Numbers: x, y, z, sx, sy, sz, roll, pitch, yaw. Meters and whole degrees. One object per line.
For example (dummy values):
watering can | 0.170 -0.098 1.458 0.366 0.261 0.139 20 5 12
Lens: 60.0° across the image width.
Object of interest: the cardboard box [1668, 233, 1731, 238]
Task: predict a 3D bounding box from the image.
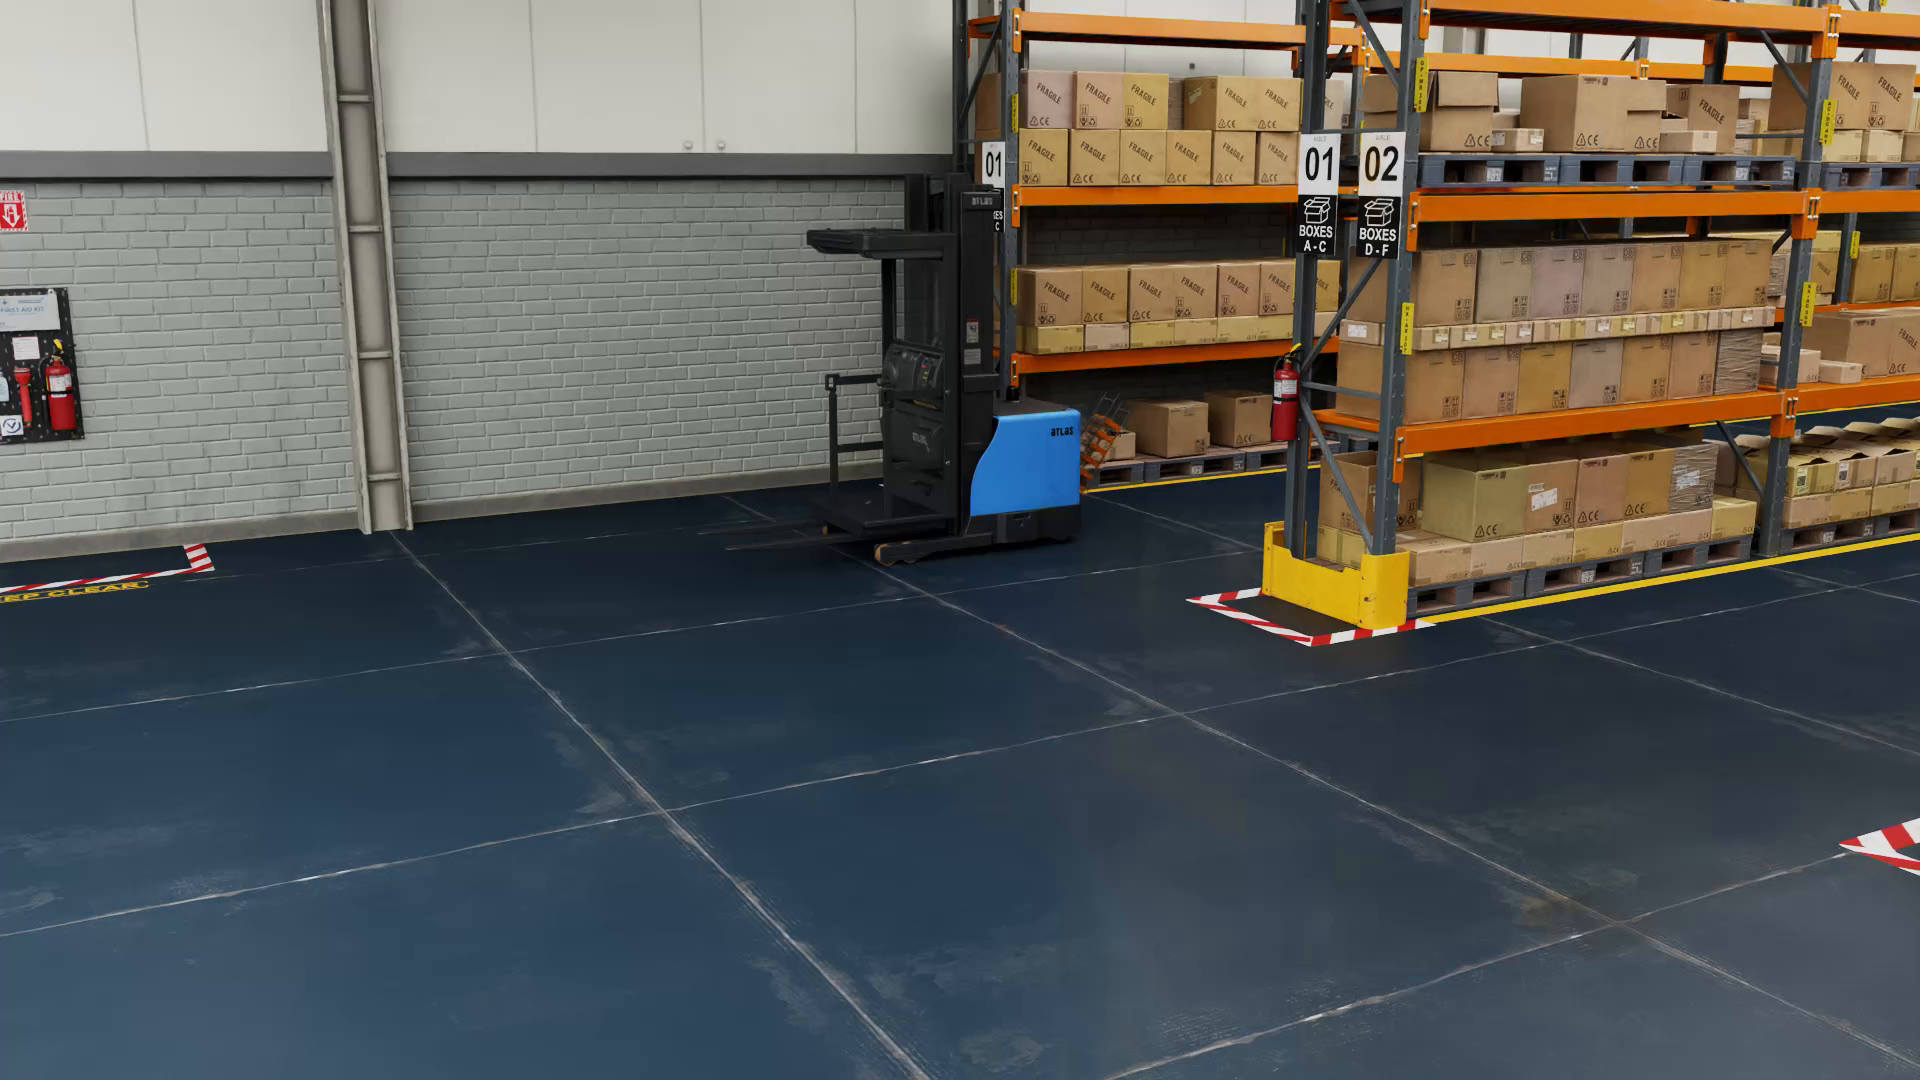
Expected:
cardboard box | 8.671 -3.471 19.543 0.500 0.250 0.500 -7 14 -27

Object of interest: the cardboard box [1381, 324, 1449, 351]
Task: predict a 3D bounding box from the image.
cardboard box | 3.043 -1.363 11.128 0.250 0.149 0.380 -7 14 -28

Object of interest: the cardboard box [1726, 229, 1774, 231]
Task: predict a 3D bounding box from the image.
cardboard box | 9.767 -3.730 20.691 0.500 0.250 0.500 -7 14 -27

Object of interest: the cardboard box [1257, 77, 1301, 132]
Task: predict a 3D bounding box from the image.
cardboard box | 2.942 -4.218 16.136 0.500 0.500 0.500 -6 14 -25

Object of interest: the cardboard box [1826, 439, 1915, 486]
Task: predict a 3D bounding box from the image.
cardboard box | 7.485 -0.658 13.728 0.500 0.311 0.500 -7 15 -30

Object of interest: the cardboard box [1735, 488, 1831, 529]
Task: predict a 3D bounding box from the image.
cardboard box | 6.580 -0.277 13.313 0.500 0.250 0.500 -7 15 -29

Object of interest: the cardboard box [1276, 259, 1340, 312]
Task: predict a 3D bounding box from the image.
cardboard box | 3.463 -2.566 16.767 0.500 0.500 0.500 -7 14 -28

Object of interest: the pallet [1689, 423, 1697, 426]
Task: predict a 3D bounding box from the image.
pallet | 7.969 -1.502 19.801 1.213 0.211 1.003 -7 14 -28

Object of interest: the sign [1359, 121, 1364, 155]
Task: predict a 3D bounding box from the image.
sign | 3.997 -3.985 16.474 0.005 0.325 0.100 -7 14 -28

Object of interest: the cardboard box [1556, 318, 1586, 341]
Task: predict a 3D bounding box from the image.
cardboard box | 4.173 -1.499 11.732 0.250 0.149 0.380 -7 14 -29

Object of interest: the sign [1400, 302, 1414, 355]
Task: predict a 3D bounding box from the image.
sign | 2.857 -1.351 10.630 0.005 0.325 0.100 -7 14 -28

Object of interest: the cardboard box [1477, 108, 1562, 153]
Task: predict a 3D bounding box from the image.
cardboard box | 3.968 -2.921 11.854 0.500 0.311 0.500 -5 14 -21

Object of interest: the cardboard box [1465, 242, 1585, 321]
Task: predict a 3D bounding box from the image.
cardboard box | 3.959 -1.841 11.777 0.500 0.500 0.700 -7 14 -28

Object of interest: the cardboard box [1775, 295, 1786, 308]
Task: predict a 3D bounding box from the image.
cardboard box | 9.928 -2.923 20.291 0.250 0.149 0.380 -7 14 -28

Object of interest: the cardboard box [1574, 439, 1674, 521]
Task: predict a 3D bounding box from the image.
cardboard box | 4.923 -0.453 12.390 0.500 0.500 0.500 -7 14 -28

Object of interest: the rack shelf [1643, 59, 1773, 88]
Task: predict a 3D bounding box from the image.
rack shelf | 8.996 -5.385 19.590 4.000 0.370 1.077 -7 14 -28

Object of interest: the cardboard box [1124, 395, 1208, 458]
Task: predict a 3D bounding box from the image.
cardboard box | 2.038 -1.130 16.491 0.500 0.500 0.700 -8 15 -31

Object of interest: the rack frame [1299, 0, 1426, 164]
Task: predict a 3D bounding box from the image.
rack frame | 2.596 -3.925 10.553 0.127 3.000 1.000 -7 14 -28

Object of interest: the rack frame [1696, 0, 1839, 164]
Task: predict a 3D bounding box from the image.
rack frame | 6.107 -4.345 12.422 0.127 3.000 1.000 -7 14 -28

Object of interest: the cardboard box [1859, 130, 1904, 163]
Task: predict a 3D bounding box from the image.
cardboard box | 7.133 -3.135 13.261 0.500 0.250 0.500 -8 15 -33

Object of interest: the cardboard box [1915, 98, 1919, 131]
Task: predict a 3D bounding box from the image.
cardboard box | 11.960 -5.300 20.947 0.500 0.500 0.500 -7 15 -29

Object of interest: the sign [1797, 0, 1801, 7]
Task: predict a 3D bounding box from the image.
sign | 10.508 -6.784 20.769 0.005 0.325 0.100 -7 14 -28

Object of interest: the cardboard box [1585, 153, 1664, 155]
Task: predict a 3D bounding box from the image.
cardboard box | 7.631 -4.582 19.074 0.500 0.500 0.700 -8 15 -32

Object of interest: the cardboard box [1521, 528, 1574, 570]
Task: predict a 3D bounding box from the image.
cardboard box | 4.049 0.019 11.998 0.500 0.250 0.500 -7 14 -28

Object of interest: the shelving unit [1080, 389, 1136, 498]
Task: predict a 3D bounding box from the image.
shelving unit | 1.083 -0.719 14.275 0.189 1.200 0.258 31 -2 -26

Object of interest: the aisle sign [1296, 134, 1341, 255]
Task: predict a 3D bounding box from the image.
aisle sign | 2.398 -2.316 11.147 0.004 0.787 0.394 -7 14 -28

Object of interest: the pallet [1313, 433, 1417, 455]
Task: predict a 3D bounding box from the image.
pallet | 4.413 -1.095 17.993 1.213 0.211 1.003 -7 14 -28

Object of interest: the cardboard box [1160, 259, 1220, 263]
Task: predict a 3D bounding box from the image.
cardboard box | 2.321 -2.561 16.746 0.500 0.500 0.500 -6 14 -26

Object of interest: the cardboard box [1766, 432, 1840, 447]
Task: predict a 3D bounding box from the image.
cardboard box | 7.218 -0.762 14.190 0.500 0.311 0.500 -7 14 -28

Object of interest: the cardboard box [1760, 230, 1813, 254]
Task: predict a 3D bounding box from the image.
cardboard box | 10.011 -3.634 20.265 0.500 0.250 0.500 -6 14 -27

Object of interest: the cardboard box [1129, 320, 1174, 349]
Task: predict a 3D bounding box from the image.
cardboard box | 1.698 -1.989 15.910 0.500 0.250 0.500 -7 15 -29

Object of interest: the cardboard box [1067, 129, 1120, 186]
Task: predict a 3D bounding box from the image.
cardboard box | 1.121 -3.511 15.272 0.500 0.500 0.500 -6 14 -24

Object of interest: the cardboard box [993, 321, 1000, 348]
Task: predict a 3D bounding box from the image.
cardboard box | 0.536 -1.975 15.850 0.500 0.250 0.500 -7 14 -27

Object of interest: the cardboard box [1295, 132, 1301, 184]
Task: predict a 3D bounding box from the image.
cardboard box | 3.403 -3.794 16.530 0.500 0.500 0.500 -6 14 -26

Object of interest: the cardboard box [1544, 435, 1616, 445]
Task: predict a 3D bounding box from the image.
cardboard box | 4.672 -0.554 12.838 0.500 0.500 0.500 -7 14 -28

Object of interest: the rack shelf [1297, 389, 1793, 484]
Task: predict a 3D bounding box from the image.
rack shelf | 4.351 -0.857 12.225 4.000 0.370 1.077 -7 14 -28

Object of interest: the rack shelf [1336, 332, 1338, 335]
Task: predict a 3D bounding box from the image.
rack shelf | 5.485 -2.232 18.335 4.000 0.370 1.077 -7 14 -28

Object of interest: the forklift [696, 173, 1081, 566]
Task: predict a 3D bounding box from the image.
forklift | -0.554 -1.364 12.994 3.031 2.935 1.130 -7 14 -28

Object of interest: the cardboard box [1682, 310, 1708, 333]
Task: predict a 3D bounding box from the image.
cardboard box | 5.294 -1.633 12.326 0.250 0.149 0.380 -7 14 -28

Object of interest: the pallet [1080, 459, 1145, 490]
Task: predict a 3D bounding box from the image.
pallet | 1.016 -0.678 16.143 1.213 0.211 1.003 -7 14 -28

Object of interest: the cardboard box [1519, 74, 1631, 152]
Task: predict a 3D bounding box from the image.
cardboard box | 4.185 -2.905 11.352 0.500 0.500 0.500 -7 14 -28

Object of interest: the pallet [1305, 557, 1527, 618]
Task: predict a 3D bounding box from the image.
pallet | 3.247 0.274 11.911 1.213 0.211 1.003 -7 14 -28

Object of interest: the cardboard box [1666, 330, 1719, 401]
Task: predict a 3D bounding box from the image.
cardboard box | 5.261 -1.363 12.605 0.500 0.500 0.700 -7 14 -28

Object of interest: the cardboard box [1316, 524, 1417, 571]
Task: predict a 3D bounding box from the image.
cardboard box | 2.925 0.025 11.971 0.500 0.250 0.500 -7 14 -28

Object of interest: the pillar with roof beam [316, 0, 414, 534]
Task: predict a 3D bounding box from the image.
pillar with roof beam | -2.785 -3.658 9.370 0.400 9.000 9.100 -7 14 -28

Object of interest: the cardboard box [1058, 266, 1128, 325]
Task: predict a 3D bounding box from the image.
cardboard box | 1.221 -2.297 15.572 0.500 0.500 0.500 -7 14 -28

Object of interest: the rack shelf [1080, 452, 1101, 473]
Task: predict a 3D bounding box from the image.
rack shelf | 1.060 -0.680 14.274 0.180 0.103 0.258 31 -2 -26

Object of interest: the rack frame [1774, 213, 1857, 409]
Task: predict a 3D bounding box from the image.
rack frame | 10.752 -3.215 21.061 0.127 3.000 1.000 -7 14 -28

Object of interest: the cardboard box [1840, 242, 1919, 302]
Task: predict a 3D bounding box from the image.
cardboard box | 11.879 -3.491 21.604 0.700 0.700 0.980 -7 15 -29

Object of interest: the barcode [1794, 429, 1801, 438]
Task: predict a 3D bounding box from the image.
barcode | 6.530 -0.829 12.965 0.075 0.075 0.001 -7 14 -28

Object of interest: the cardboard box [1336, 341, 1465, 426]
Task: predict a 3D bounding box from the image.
cardboard box | 3.012 -1.093 11.408 0.500 0.500 0.700 -7 14 -28

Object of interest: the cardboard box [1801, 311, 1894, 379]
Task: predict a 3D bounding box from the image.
cardboard box | 7.251 -1.601 13.661 0.500 0.500 0.500 -6 14 -24
